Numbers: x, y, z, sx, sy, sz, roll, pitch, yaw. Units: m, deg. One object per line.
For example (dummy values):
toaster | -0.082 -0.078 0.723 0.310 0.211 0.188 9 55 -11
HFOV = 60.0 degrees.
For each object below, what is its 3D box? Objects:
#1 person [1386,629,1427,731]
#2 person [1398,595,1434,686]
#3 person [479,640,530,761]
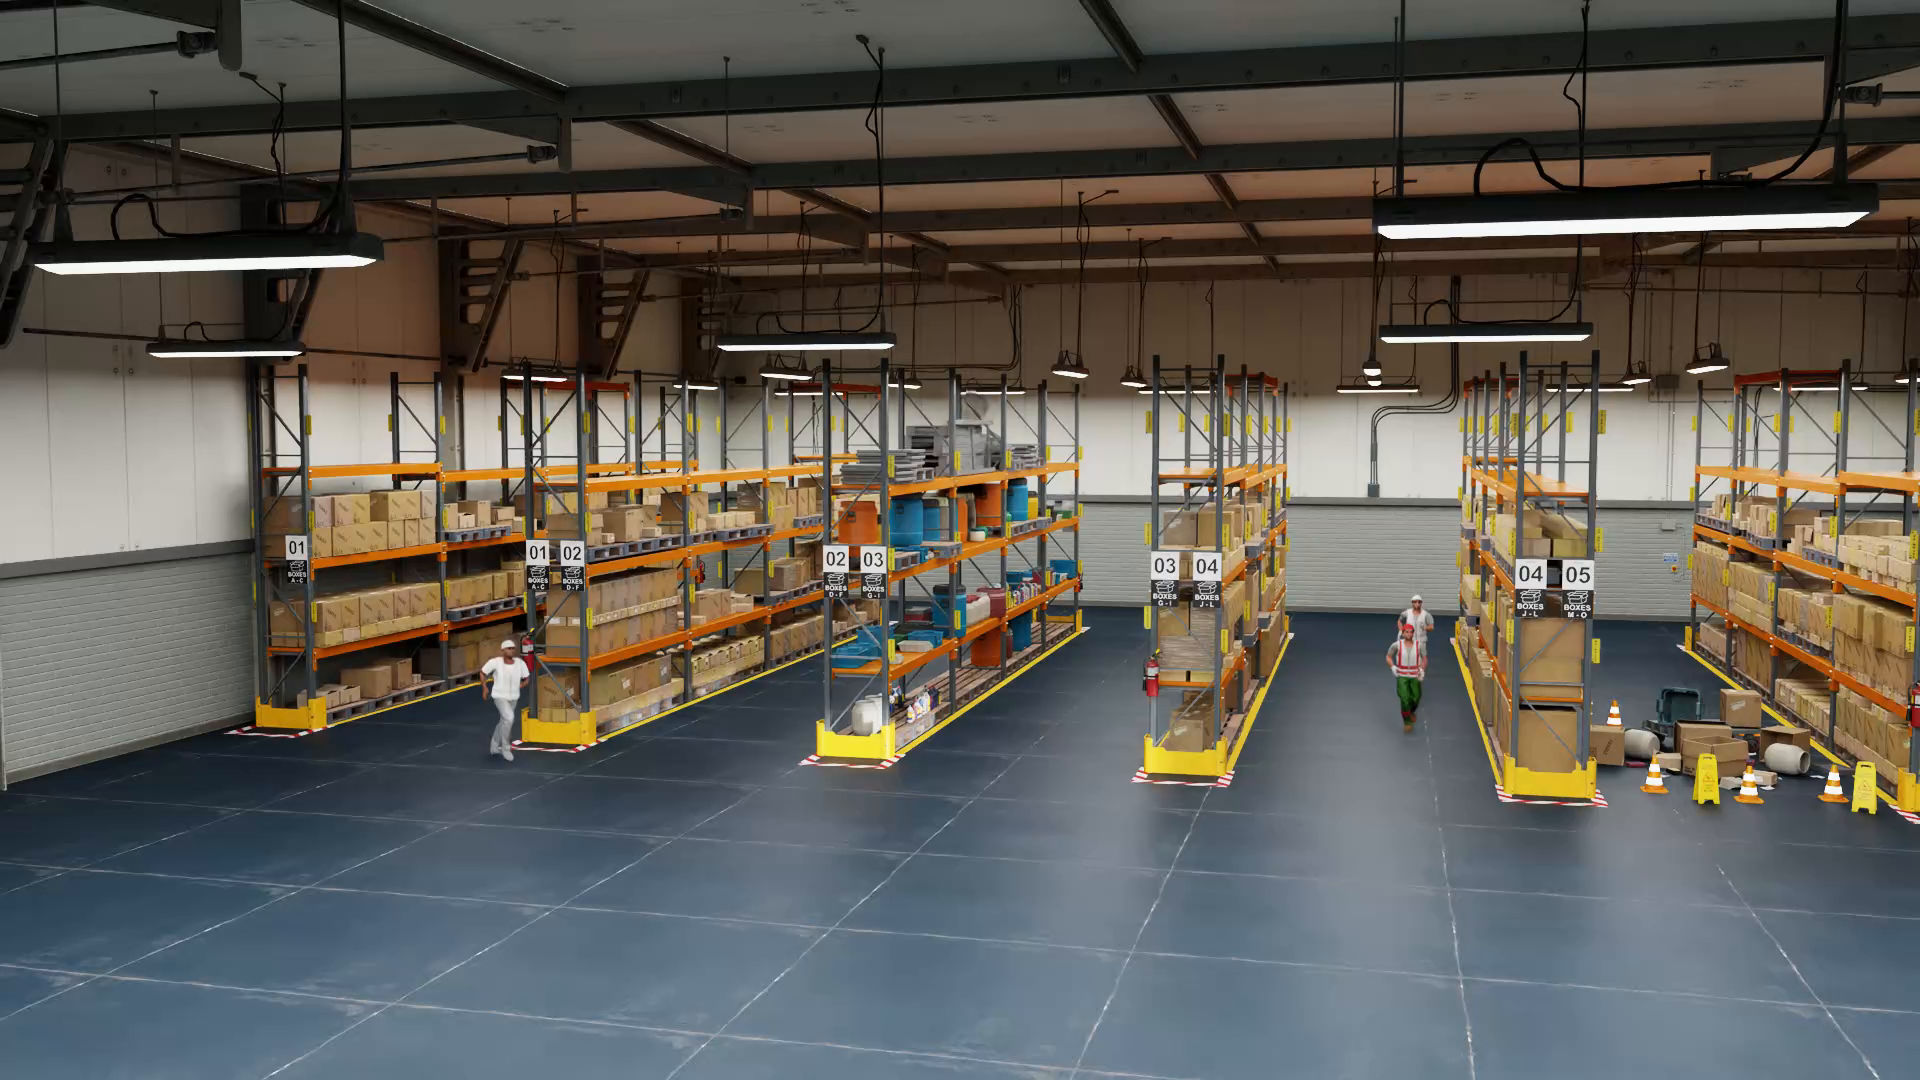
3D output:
person | 7.342 2.266 27.353 0.666 1.703 0.596 1 4 9
person | 8.546 1.932 31.176 0.656 1.805 0.940 1 4 12
person | -6.794 2.377 25.021 0.686 1.757 0.813 -4 5 -43
